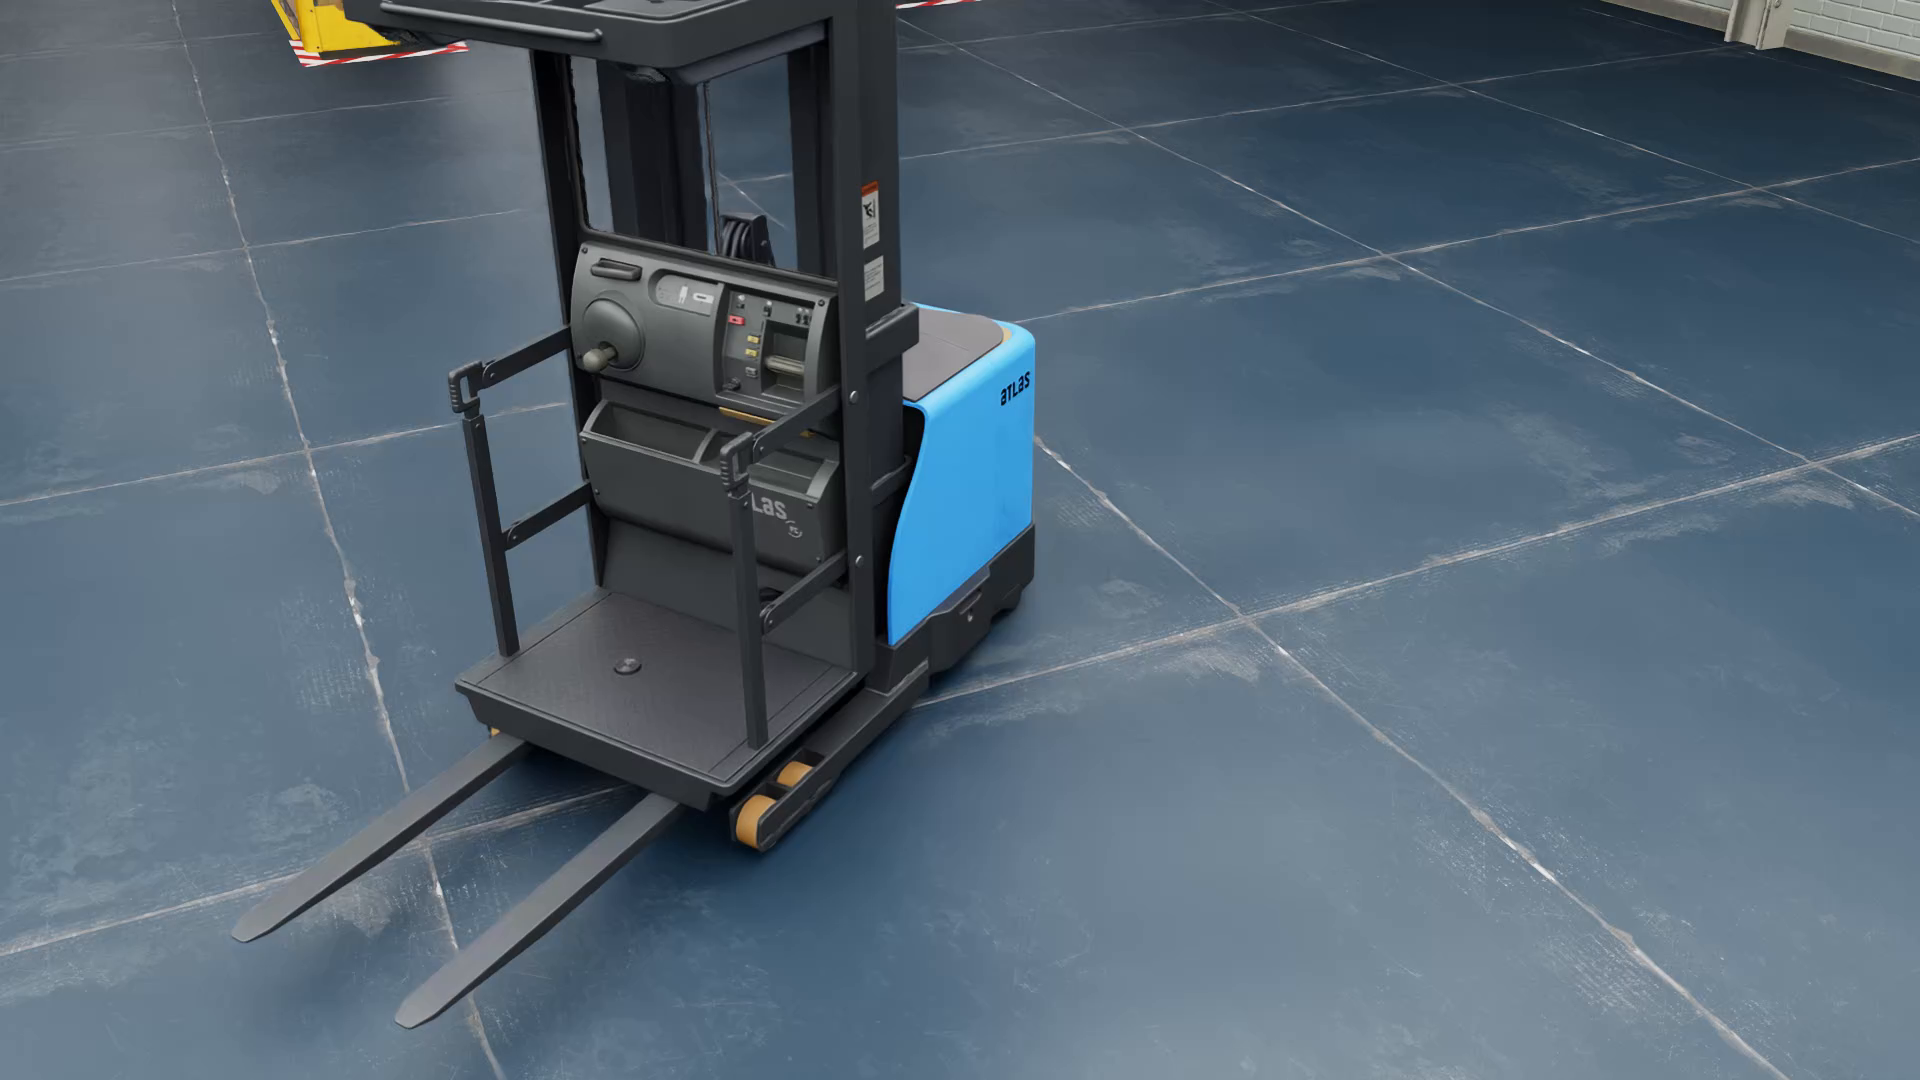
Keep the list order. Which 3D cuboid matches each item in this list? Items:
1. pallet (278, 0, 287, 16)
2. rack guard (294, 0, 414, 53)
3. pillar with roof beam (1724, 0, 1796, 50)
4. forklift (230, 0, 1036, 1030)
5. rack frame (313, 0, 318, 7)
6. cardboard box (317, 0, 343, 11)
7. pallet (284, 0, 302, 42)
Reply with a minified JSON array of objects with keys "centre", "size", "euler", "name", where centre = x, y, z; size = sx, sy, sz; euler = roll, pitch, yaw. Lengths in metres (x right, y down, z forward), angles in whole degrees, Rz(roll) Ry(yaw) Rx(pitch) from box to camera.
[{"centre":[-6.034,-5.307,15.999],"size":[1.003,0.211,1.213],"euler":[-13,32,-22],"name":"pallet"},{"centre":[-5.090,-4.548,14.349],"size":[1.175,0.500,0.348],"euler":[-13,32,-22],"name":"rack guard"},{"centre":[3.012,-7.336,10.632],"size":[9.100,9.000,0.400],"euler":[-13,32,-22],"name":"pillar with roof beam"},{"centre":[-0.893,-0.591,4.808],"size":[1.130,2.935,3.031],"euler":[16,33,26],"name":"forklift"},{"centre":[-5.100,-5.649,13.757],"size":[1.000,3.000,0.127],"euler":[-13,32,-22],"name":"rack frame"},{"centre":[-5.451,-5.191,14.683],"size":[0.875,0.875,0.875],"euler":[-13,32,-22],"name":"cardboard box"},{"centre":[-5.514,-4.769,15.039],"size":[1.003,0.211,1.213],"euler":[-13,32,-22],"name":"pallet"}]
